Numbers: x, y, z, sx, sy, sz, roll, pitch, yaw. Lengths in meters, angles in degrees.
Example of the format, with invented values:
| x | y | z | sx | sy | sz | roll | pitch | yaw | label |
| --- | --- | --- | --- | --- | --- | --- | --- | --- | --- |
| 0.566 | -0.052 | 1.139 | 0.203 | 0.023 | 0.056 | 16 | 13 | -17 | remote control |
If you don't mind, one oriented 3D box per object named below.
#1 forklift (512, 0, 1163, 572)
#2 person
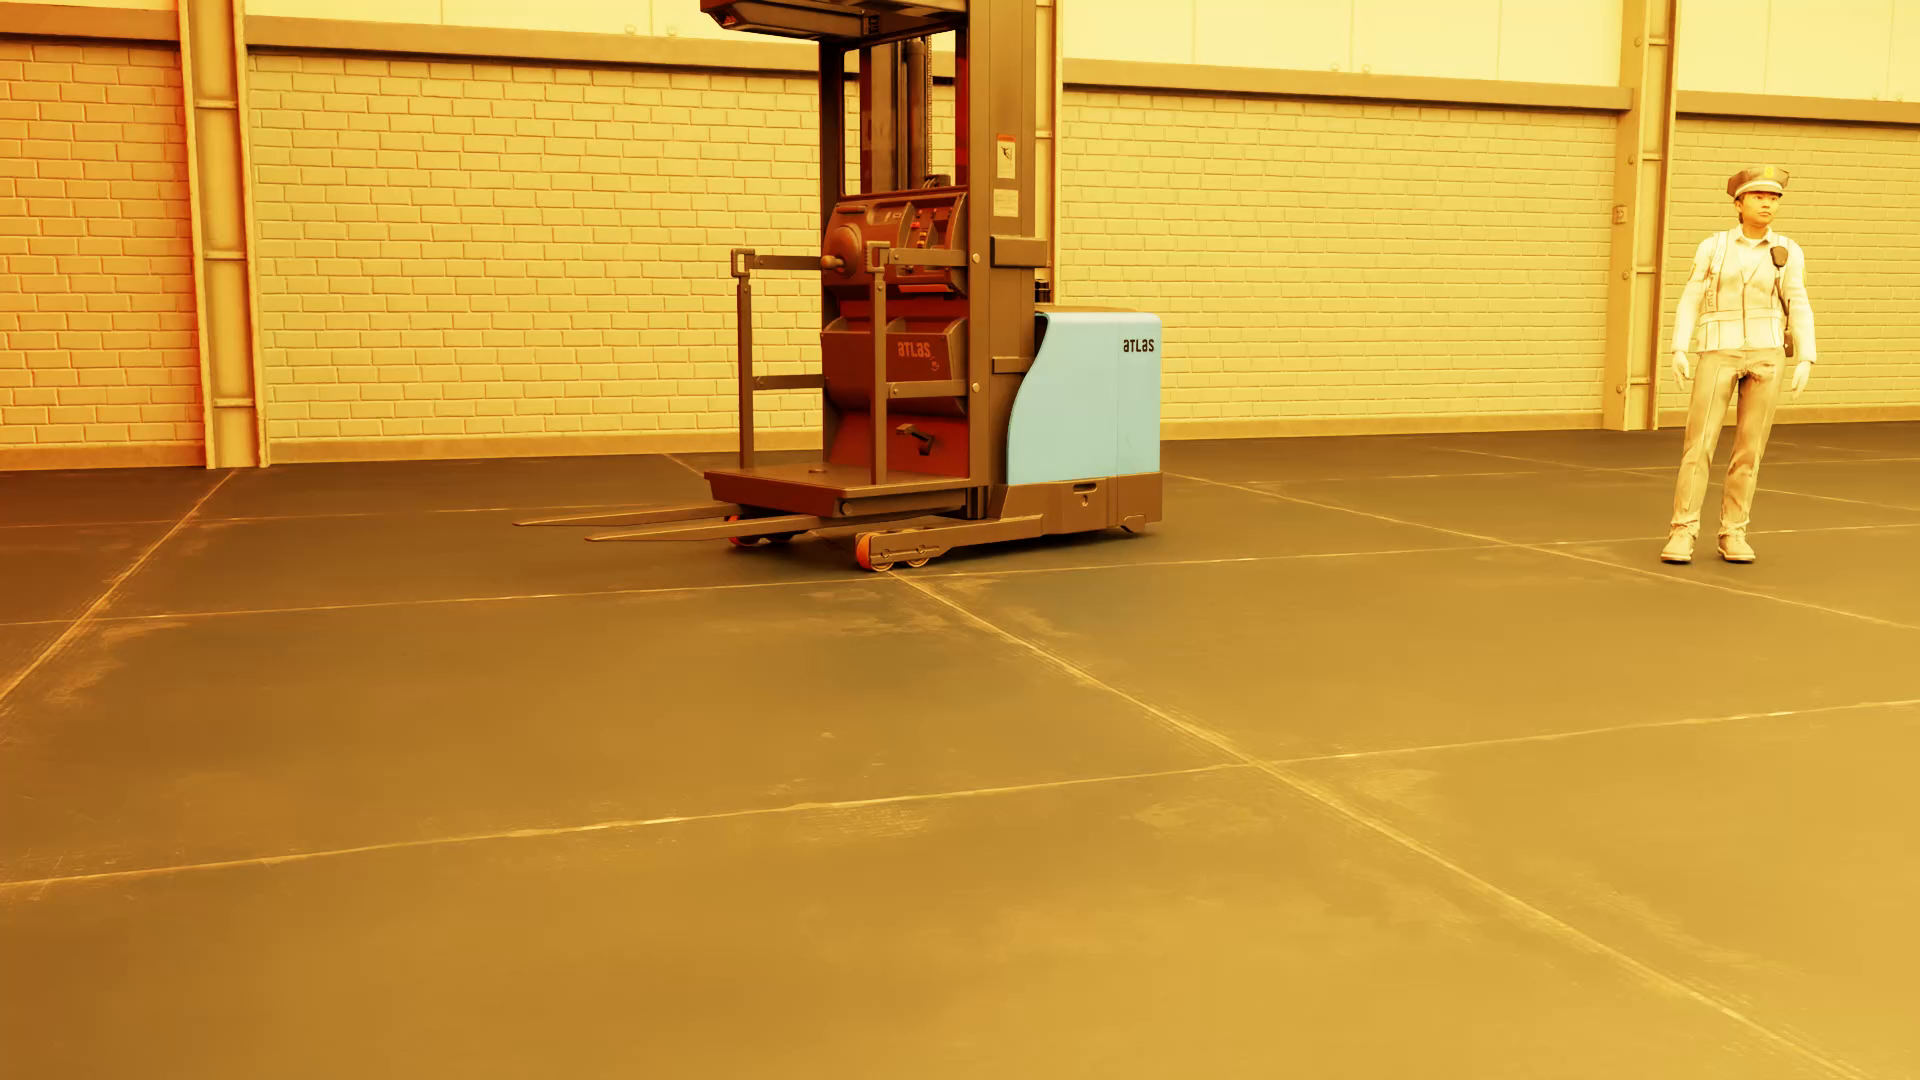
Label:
| x | y | z | sx | sy | sz | roll | pitch | yaw | label |
| --- | --- | --- | --- | --- | --- | --- | --- | --- | --- |
| -0.461 | -1.399 | 7.333 | 3.031 | 2.935 | 1.130 | -7 | 10 | -40 | forklift |
| 3.383 | -0.763 | 7.193 | 0.587 | 1.697 | 0.535 | 3 | 8 | 18 | person |
